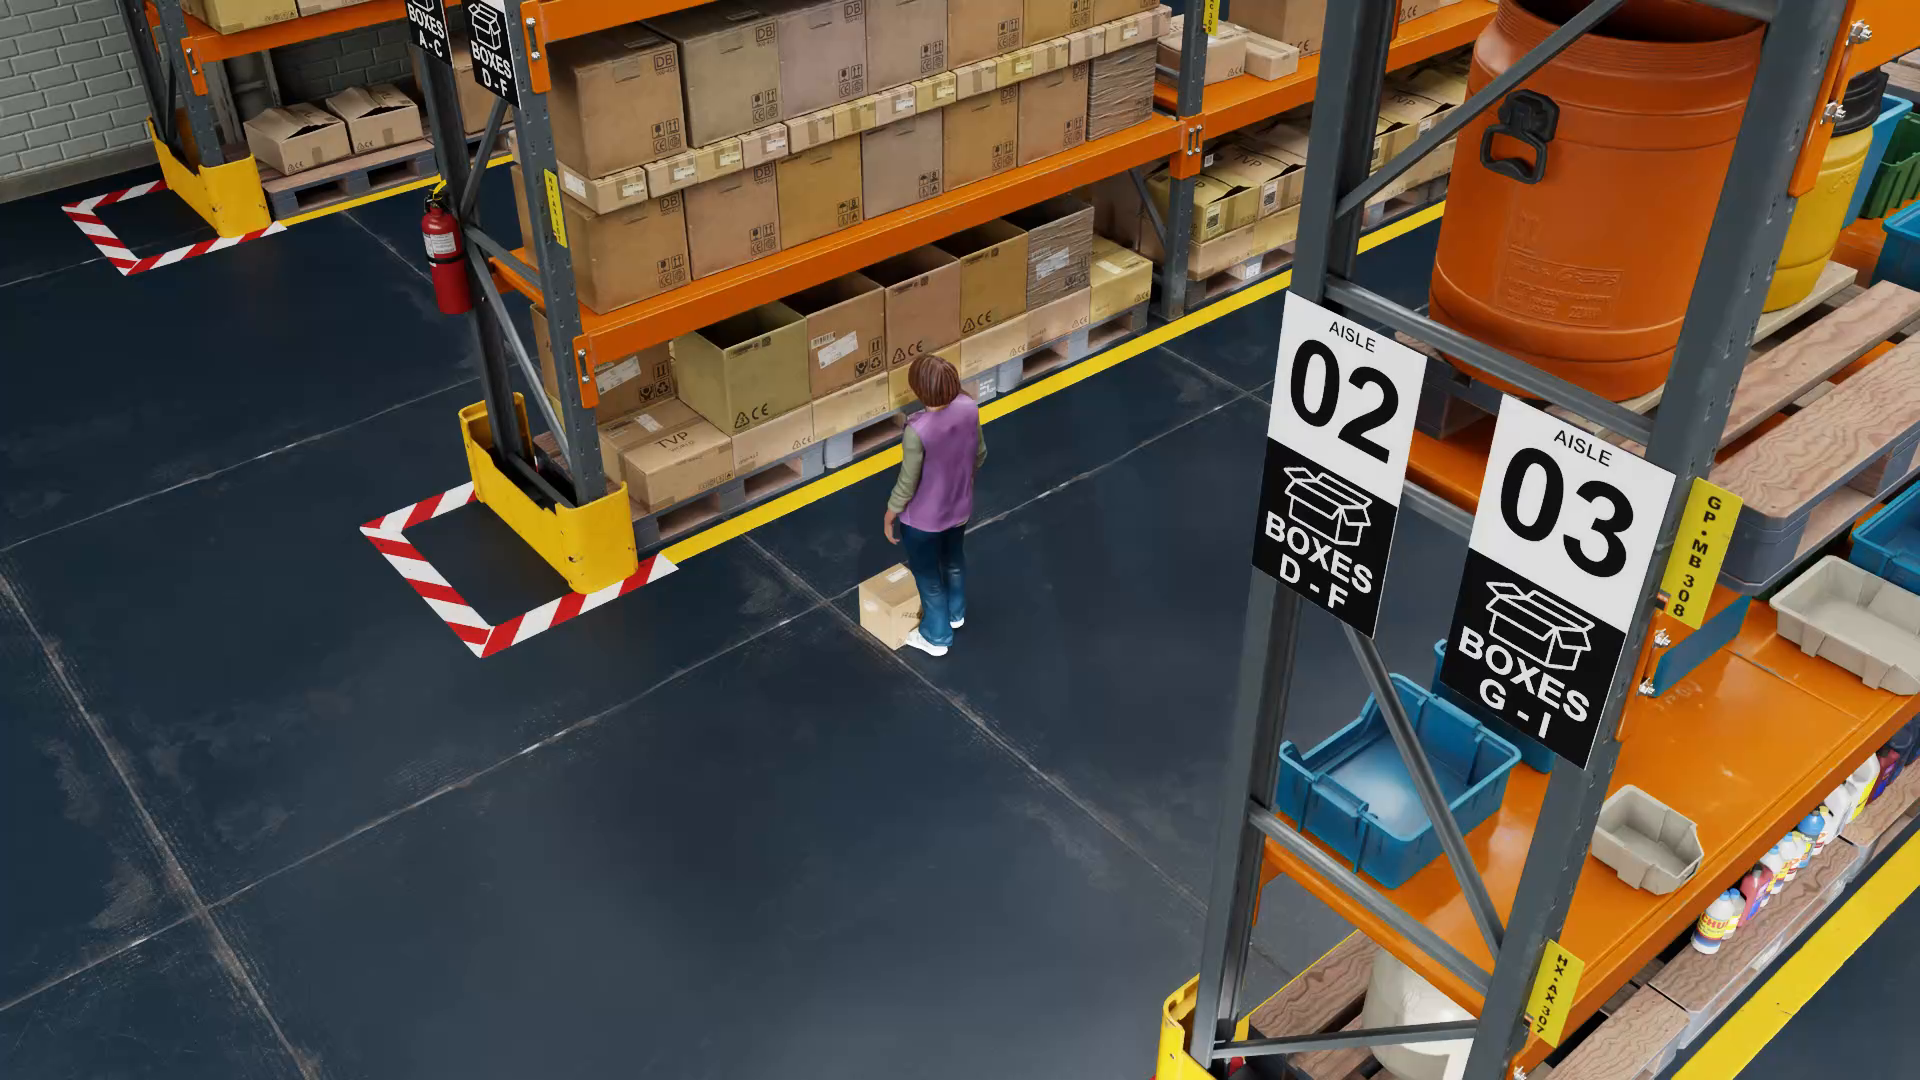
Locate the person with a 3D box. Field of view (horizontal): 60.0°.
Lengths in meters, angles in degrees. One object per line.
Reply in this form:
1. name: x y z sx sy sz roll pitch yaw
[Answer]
1. person: -0.149 -0.168 7.294 0.519 1.599 0.473 -27 44 -31
